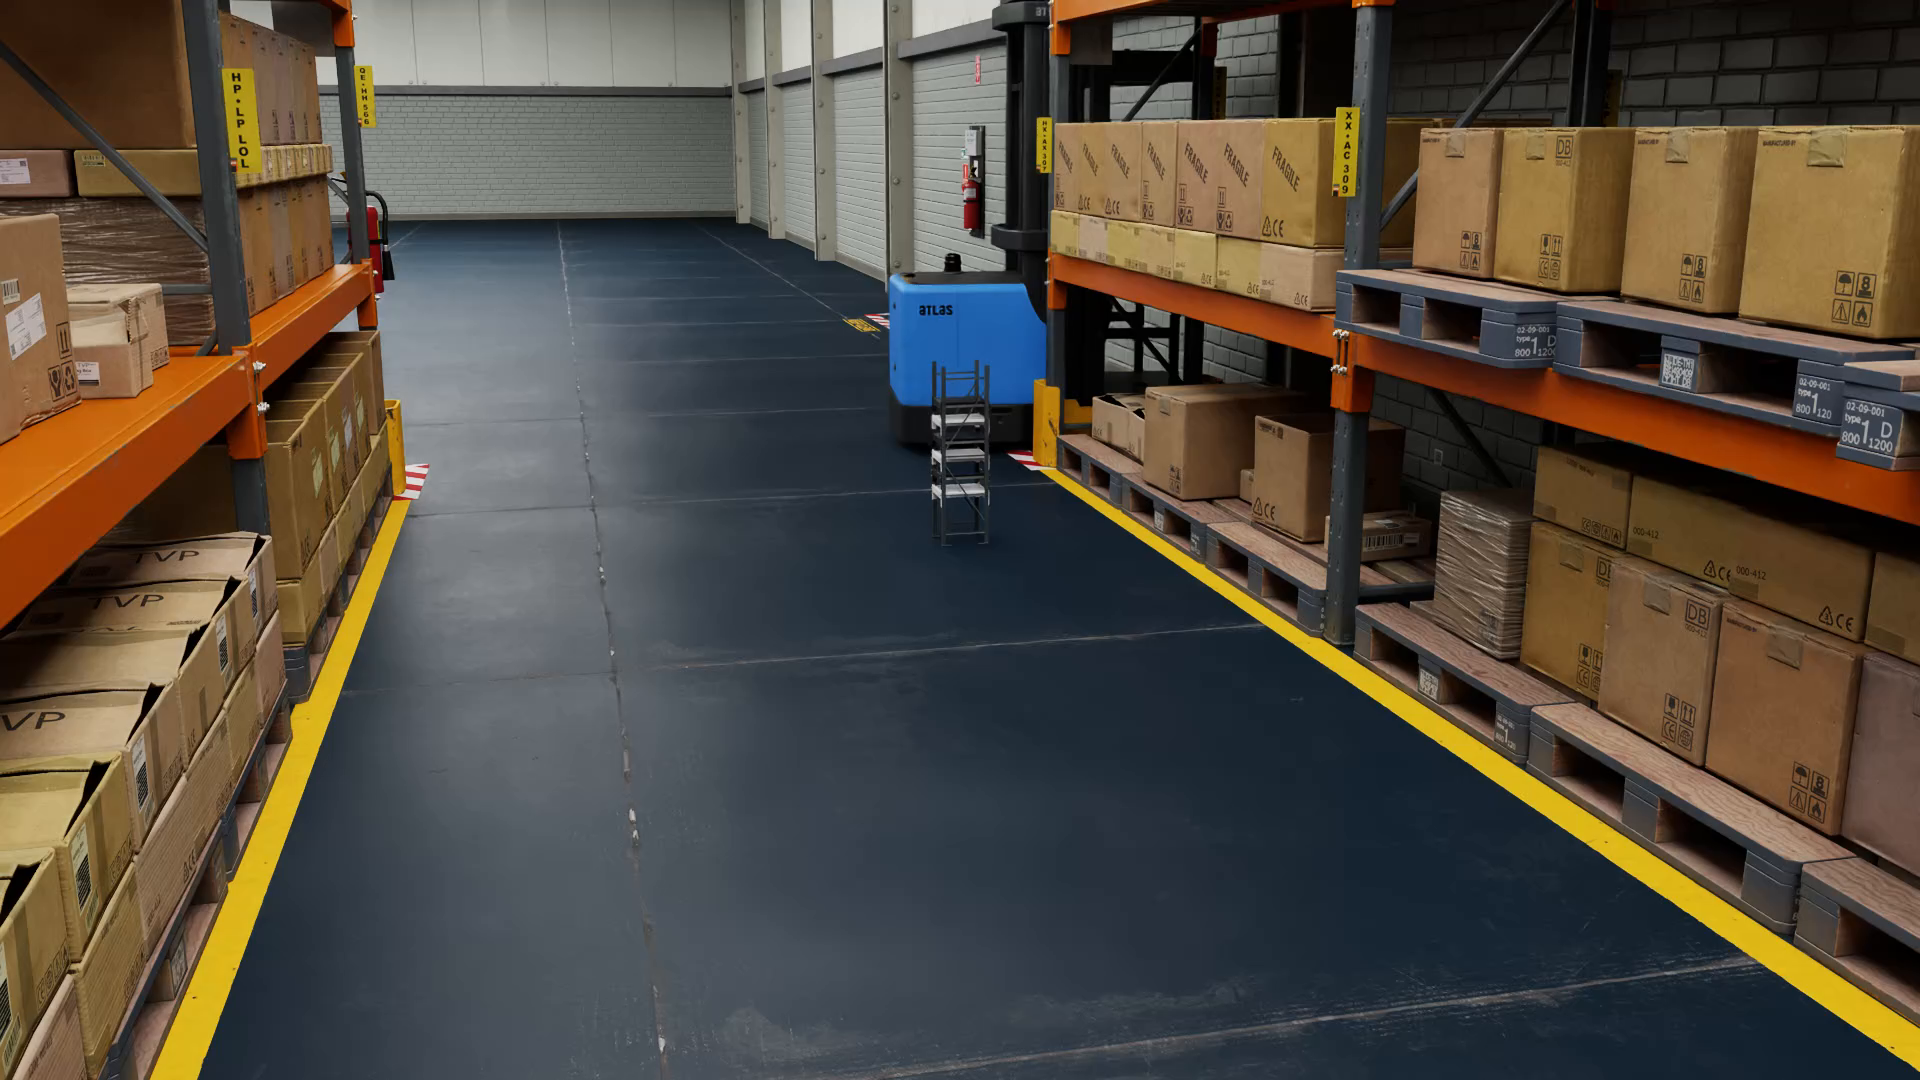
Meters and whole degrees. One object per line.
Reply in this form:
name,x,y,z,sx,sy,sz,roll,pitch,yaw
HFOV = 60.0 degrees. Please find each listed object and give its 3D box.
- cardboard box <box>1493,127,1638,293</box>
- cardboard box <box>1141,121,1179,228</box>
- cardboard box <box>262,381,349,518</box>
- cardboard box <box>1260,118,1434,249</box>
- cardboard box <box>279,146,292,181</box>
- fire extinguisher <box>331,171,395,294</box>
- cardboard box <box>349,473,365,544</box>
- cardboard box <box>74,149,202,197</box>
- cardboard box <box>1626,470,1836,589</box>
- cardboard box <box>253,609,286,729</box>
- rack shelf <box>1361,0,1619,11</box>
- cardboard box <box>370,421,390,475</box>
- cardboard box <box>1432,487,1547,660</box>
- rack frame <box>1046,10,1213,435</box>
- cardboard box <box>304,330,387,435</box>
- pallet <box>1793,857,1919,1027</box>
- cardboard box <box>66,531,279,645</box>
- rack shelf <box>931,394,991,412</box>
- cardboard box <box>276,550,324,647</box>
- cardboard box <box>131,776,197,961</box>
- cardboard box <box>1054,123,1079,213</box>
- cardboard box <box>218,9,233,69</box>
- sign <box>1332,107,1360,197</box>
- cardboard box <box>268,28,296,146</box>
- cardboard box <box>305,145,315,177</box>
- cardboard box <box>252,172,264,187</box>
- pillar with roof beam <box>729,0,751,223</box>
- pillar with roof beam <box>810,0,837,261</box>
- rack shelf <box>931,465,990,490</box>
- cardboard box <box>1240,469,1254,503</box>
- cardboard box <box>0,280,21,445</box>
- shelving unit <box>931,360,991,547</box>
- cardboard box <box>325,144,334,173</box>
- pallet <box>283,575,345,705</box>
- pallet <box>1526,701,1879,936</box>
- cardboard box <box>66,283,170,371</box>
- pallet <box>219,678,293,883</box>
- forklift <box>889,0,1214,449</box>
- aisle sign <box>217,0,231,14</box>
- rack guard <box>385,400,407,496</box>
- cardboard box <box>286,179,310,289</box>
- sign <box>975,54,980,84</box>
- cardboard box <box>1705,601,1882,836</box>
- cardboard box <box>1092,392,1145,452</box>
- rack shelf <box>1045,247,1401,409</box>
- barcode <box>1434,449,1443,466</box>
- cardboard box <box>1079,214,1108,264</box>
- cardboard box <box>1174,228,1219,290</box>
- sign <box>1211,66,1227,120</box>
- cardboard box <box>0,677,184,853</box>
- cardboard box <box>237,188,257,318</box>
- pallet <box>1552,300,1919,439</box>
cardboard box,2.188,-1.081,5.394,0.700,0.500,0.500,-2,14,-7
cardboard box,1.213,-1.812,8.217,0.500,0.500,0.500,-3,14,-11
cardboard box,-2.876,-0.378,6.983,0.500,0.500,0.500,-3,14,-13
cardboard box,1.566,-1.460,6.778,0.500,0.500,0.500,-3,14,-13
cardboard box,-3.135,-1.642,7.249,0.380,0.149,0.250,-3,14,-14
fire extinguisher,-3.352,-1.729,9.346,0.296,0.674,0.183,-3,14,-13
cardboard box,-2.999,-0.129,7.543,0.500,0.250,0.500,-3,14,-13
cardboard box,-2.711,-1.227,5.551,0.380,0.149,0.250,-3,14,-13
cardboard box,2.399,-0.041,5.035,0.500,0.250,0.500,-4,14,-15
cardboard box,-2.457,0.421,5.293,0.500,0.250,0.500,-3,14,-14
rack shelf,2.448,-1.714,4.317,1.077,0.370,4.000,-3,14,-13
cardboard box,-3.363,-0.474,8.957,0.500,0.250,0.500,-3,14,-13
cardboard box,2.167,0.102,6.029,0.700,0.500,0.500,-3,14,-11
rack frame,1.038,-1.990,10.253,1.000,3.000,0.127,-3,14,-13
cardboard box,-3.361,-0.839,8.868,0.500,0.500,0.500,-3,14,-13
pallet,2.735,1.030,3.768,1.003,0.211,1.213,-3,14,-13
cardboard box,-2.463,0.146,5.235,0.500,0.311,0.500,-3,14,-13
rack shelf,0.002,-0.665,8.256,0.258,0.077,0.200,-3,14,-13
cardboard box,-2.651,0.217,6.126,0.500,0.250,0.500,-3,14,-13
cardboard box,-2.102,0.773,3.851,0.500,0.250,0.500,-3,14,-12
cardboard box,0.858,-2.164,9.660,0.500,0.500,0.500,-3,14,-13
cardboard box,-3.067,-1.688,6.071,0.700,0.500,0.500,-3,14,-13
sign,1.452,-1.456,6.242,0.100,0.325,0.005,-3,14,-13
cardboard box,-3.418,-2.034,7.488,0.700,0.500,0.500,-3,14,-13
cardboard box,-3.321,-1.822,7.987,0.380,0.149,0.250,-3,14,-12
cardboard box,-2.952,-1.463,6.516,0.380,0.149,0.250,-4,14,-15
pillar with roof beam,-9.187,-11.472,36.423,9.100,9.000,0.400,-3,14,-13
pillar with roof beam,-6.368,-8.704,25.092,9.100,9.000,0.400,-3,14,-13
rack shelf,0.002,-0.315,8.342,0.258,0.077,0.200,-3,14,-13
cardboard box,1.622,-0.266,8.277,0.380,0.149,0.250,-4,14,-18
cardboard box,-2.431,-0.424,3.631,0.500,0.500,0.500,-3,14,-13
shelving unit,0.002,-0.435,8.313,0.258,0.900,0.210,-3,14,-13
cardboard box,-3.501,-1.999,8.713,0.380,0.149,0.250,-4,14,-14
pallet,-2.983,0.378,6.434,1.003,0.211,1.213,-3,14,-13
pallet,2.452,0.749,4.918,1.003,0.211,1.213,-3,14,-13
cardboard box,-2.678,-0.606,4.905,0.500,0.250,0.500,-2,14,-10
pallet,-2.626,0.732,4.986,1.003,0.211,1.213,-3,14,-13
forklift,1.061,-2.141,11.014,3.031,2.935,1.130,-2,14,-7
aisle sign,-4.089,-2.974,8.803,0.394,0.787,0.004,-3,14,-13
rack guard,-3.782,-0.504,9.438,1.175,0.500,0.348,-3,14,-13
cardboard box,-3.440,-1.418,7.699,0.700,0.500,0.500,-3,14,-13
sign,0.186,-4.967,17.552,0.001,0.298,0.199,-3,14,-13
cardboard box,2.545,0.454,4.587,0.700,0.500,0.500,-3,14,-13
cardboard box,1.113,-0.733,9.846,0.500,0.311,0.500,-5,15,-20
rack shelf,1.508,-1.179,8.450,1.077,0.370,4.000,-3,14,-13
barcode,2.084,-0.360,7.247,0.001,0.075,0.075,-3,14,-13
cardboard box,0.980,-1.678,9.248,0.500,0.250,0.500,-4,14,-15
cardboard box,1.330,-1.327,7.813,0.500,0.250,0.500,-3,14,-13
sign,1.583,-2.732,10.186,0.100,0.325,0.005,-3,14,-13
cardboard box,-2.105,0.497,3.798,0.500,0.311,0.500,-3,14,-14
cardboard box,-3.077,-1.062,6.244,0.700,0.500,0.500,-3,14,-14
pallet,2.413,-0.506,4.581,1.003,0.211,1.213,-3,14,-13
